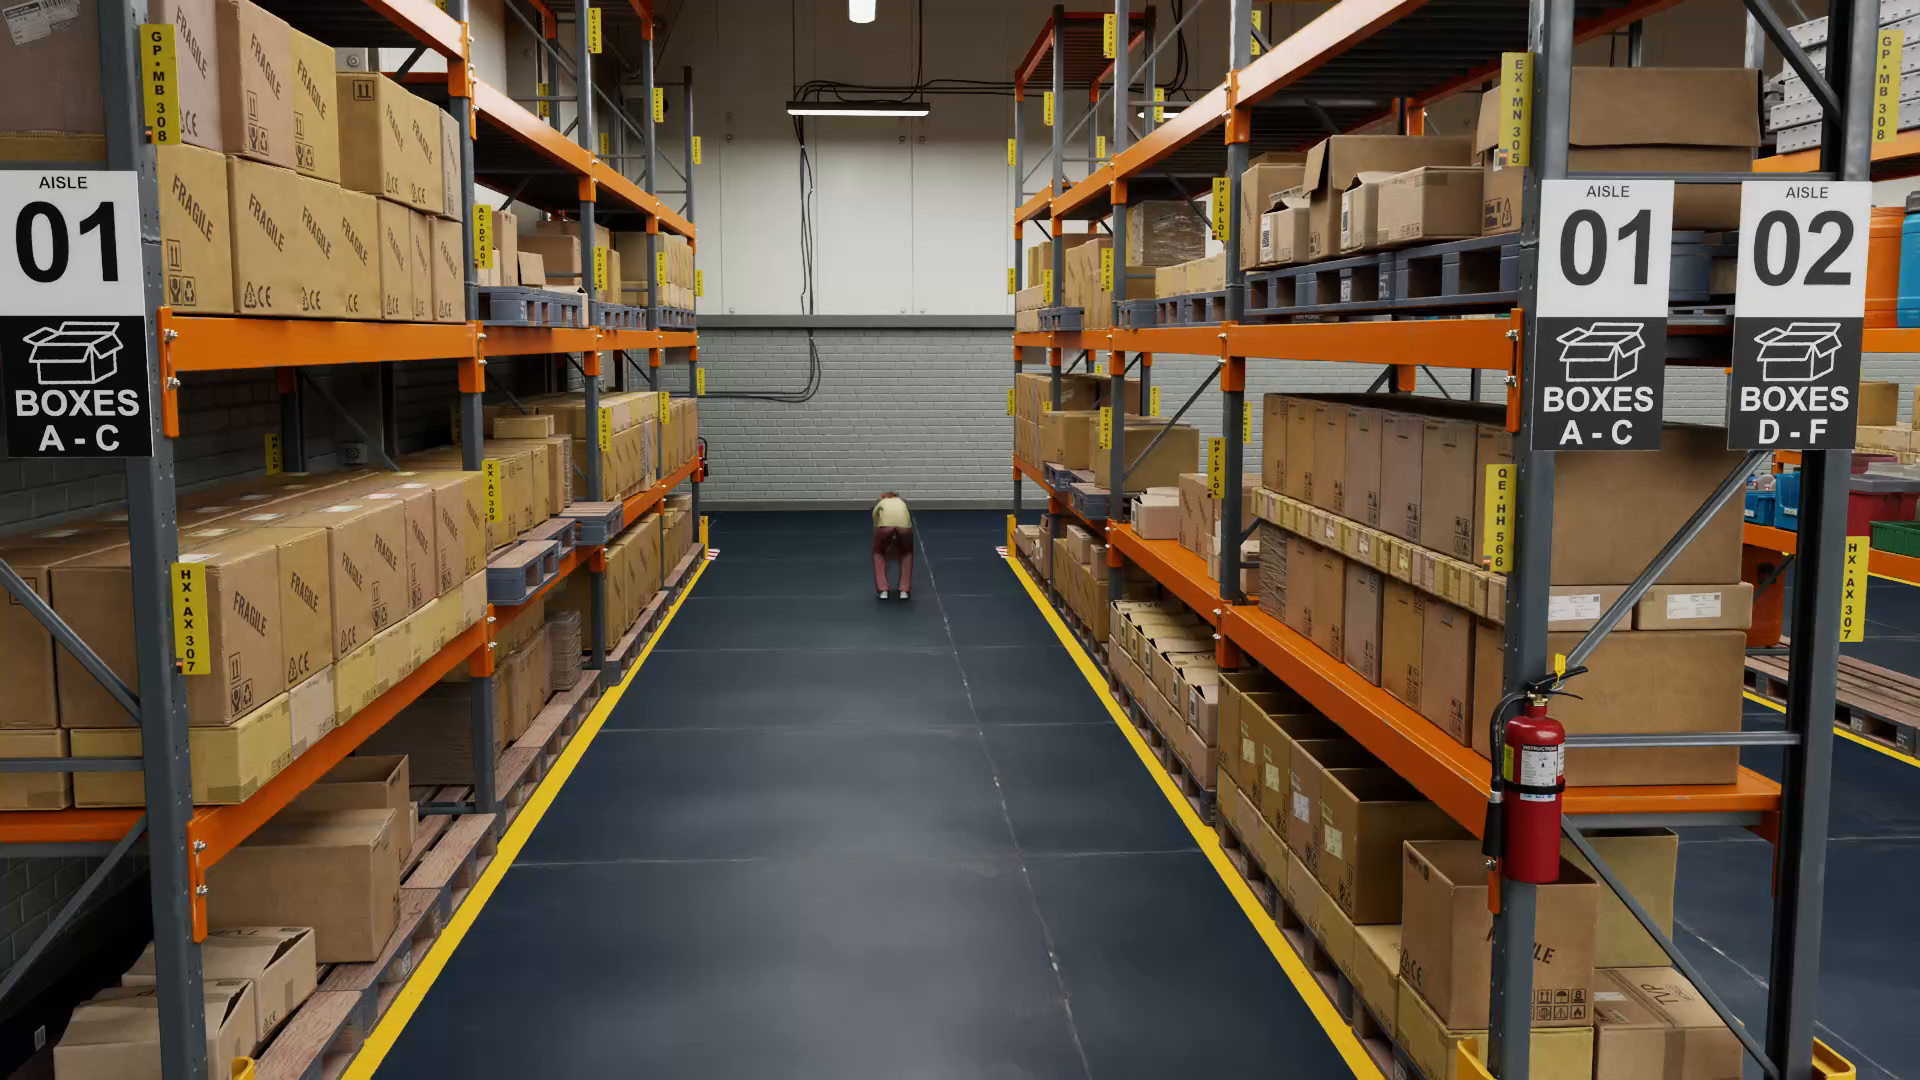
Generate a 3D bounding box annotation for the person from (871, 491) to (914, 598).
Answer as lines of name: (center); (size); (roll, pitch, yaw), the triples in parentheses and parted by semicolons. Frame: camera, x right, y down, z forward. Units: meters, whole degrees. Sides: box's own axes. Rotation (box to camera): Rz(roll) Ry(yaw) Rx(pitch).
person: (-0.725, 0.041, 17.789); (0.455, 1.104, 0.860); (-1, 7, -6)
